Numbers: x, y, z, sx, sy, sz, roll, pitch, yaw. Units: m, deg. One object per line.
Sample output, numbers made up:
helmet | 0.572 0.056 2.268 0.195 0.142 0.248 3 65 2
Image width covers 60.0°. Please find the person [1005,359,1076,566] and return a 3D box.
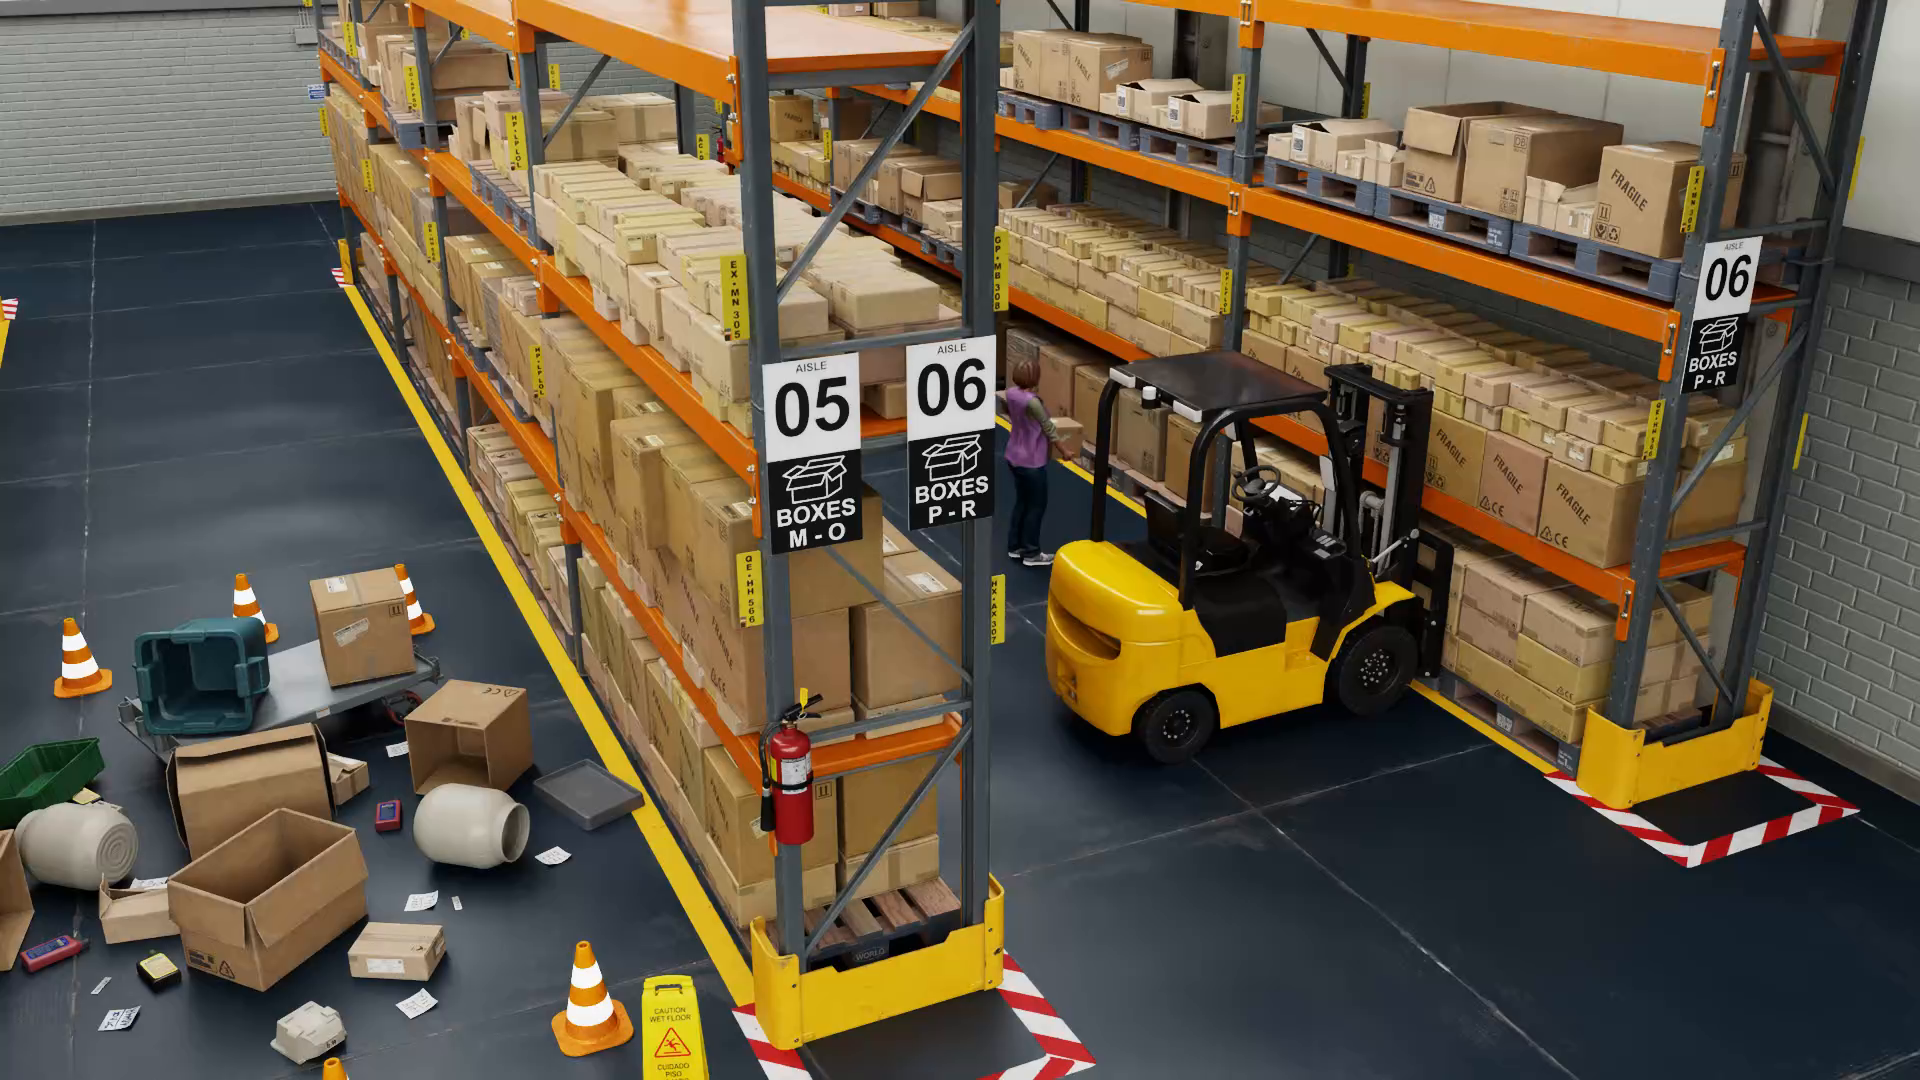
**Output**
person | 0.582 -0.594 12.435 0.499 1.599 0.375 -11 25 -24
